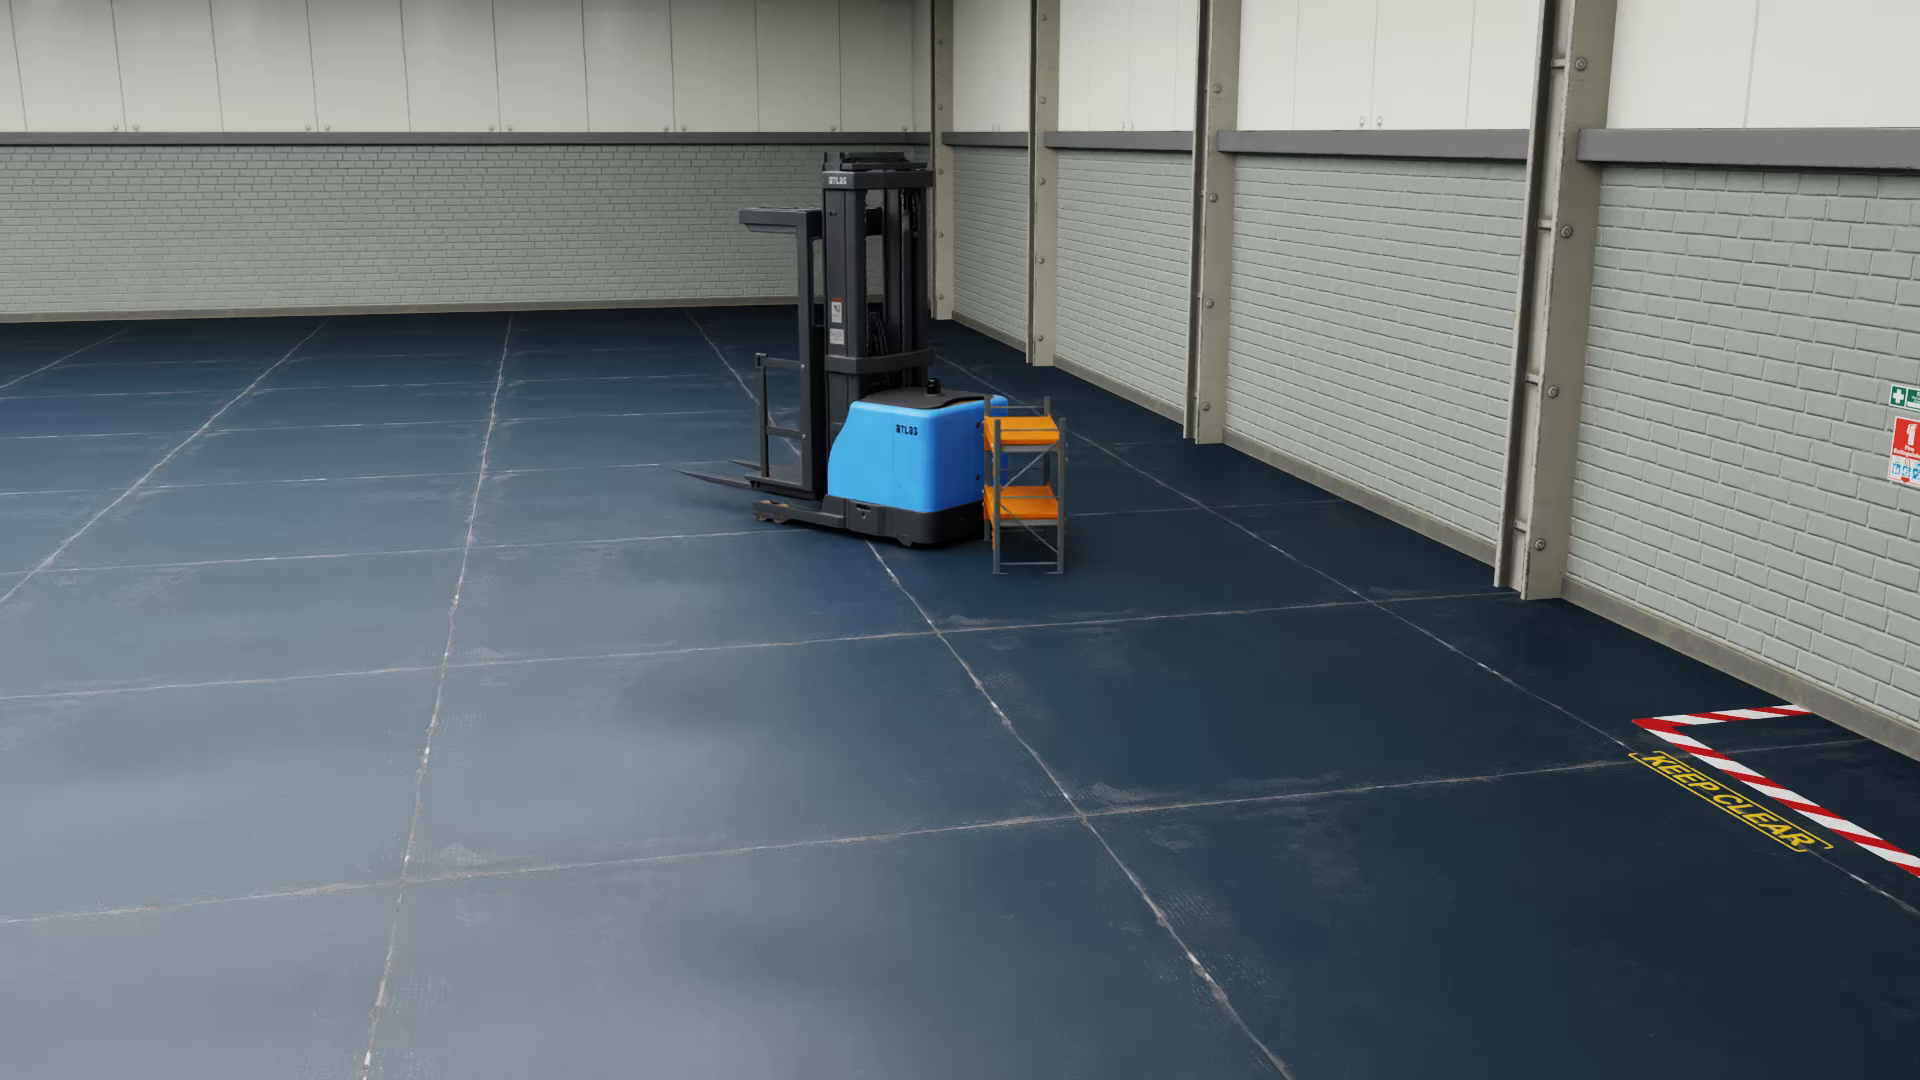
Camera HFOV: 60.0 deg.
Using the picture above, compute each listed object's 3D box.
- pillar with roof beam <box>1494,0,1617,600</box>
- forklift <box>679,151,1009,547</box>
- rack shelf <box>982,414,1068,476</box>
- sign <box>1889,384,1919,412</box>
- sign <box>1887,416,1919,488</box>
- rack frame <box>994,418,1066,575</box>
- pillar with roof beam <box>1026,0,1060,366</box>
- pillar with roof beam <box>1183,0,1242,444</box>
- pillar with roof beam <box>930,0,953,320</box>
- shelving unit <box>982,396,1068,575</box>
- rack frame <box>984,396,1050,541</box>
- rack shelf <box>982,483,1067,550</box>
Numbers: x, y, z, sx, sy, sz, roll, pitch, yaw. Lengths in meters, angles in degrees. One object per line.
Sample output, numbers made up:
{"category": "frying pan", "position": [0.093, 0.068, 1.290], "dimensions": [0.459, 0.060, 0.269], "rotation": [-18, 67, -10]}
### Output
{"category": "pillar with roof beam", "position": [-0.257, -3.779, 9.433], "dimensions": [9.100, 9.000, 0.400], "rotation": [-3, 14, -13]}
{"category": "forklift", "position": [-1.064, -1.639, 13.459], "dimensions": [3.031, 2.935, 1.130], "rotation": [11, 18, 38]}
{"category": "rack shelf", "position": [0.464, -0.706, 12.214], "dimensions": [0.538, 0.278, 1.000], "rotation": [-1, 14, -3]}
{"category": "sign", "position": [4.756, -0.699, 8.276], "dimensions": [0.001, 0.109, 0.331], "rotation": [-3, 14, -13]}
{"category": "sign", "position": [4.763, -0.443, 8.345], "dimensions": [0.001, 0.329, 0.234], "rotation": [-3, 14, -13]}
{"category": "rack frame", "position": [0.491, -0.301, 11.790], "dimensions": [0.500, 1.125, 0.032], "rotation": [-1, 14, -3]}
{"category": "pillar with roof beam", "position": [-3.076, -6.547, 20.764], "dimensions": [9.100, 9.000, 0.400], "rotation": [-3, 14, -13]}
{"category": "pillar with roof beam", "position": [-1.667, -5.163, 15.099], "dimensions": [9.100, 9.000, 0.400], "rotation": [-3, 14, -13]}
{"category": "pillar with roof beam", "position": [-4.485, -7.931, 26.430], "dimensions": [9.100, 9.000, 0.400], "rotation": [-3, 14, -13]}
{"category": "shelving unit", "position": [0.464, -0.422, 12.283], "dimensions": [0.538, 1.125, 1.048], "rotation": [-1, 14, -3]}
{"category": "rack frame", "position": [0.437, -0.542, 12.776], "dimensions": [0.500, 1.125, 0.032], "rotation": [-1, 14, -3]}
{"category": "rack shelf", "position": [0.464, -0.184, 12.341], "dimensions": [0.538, 0.278, 1.000], "rotation": [-1, 14, -3]}
